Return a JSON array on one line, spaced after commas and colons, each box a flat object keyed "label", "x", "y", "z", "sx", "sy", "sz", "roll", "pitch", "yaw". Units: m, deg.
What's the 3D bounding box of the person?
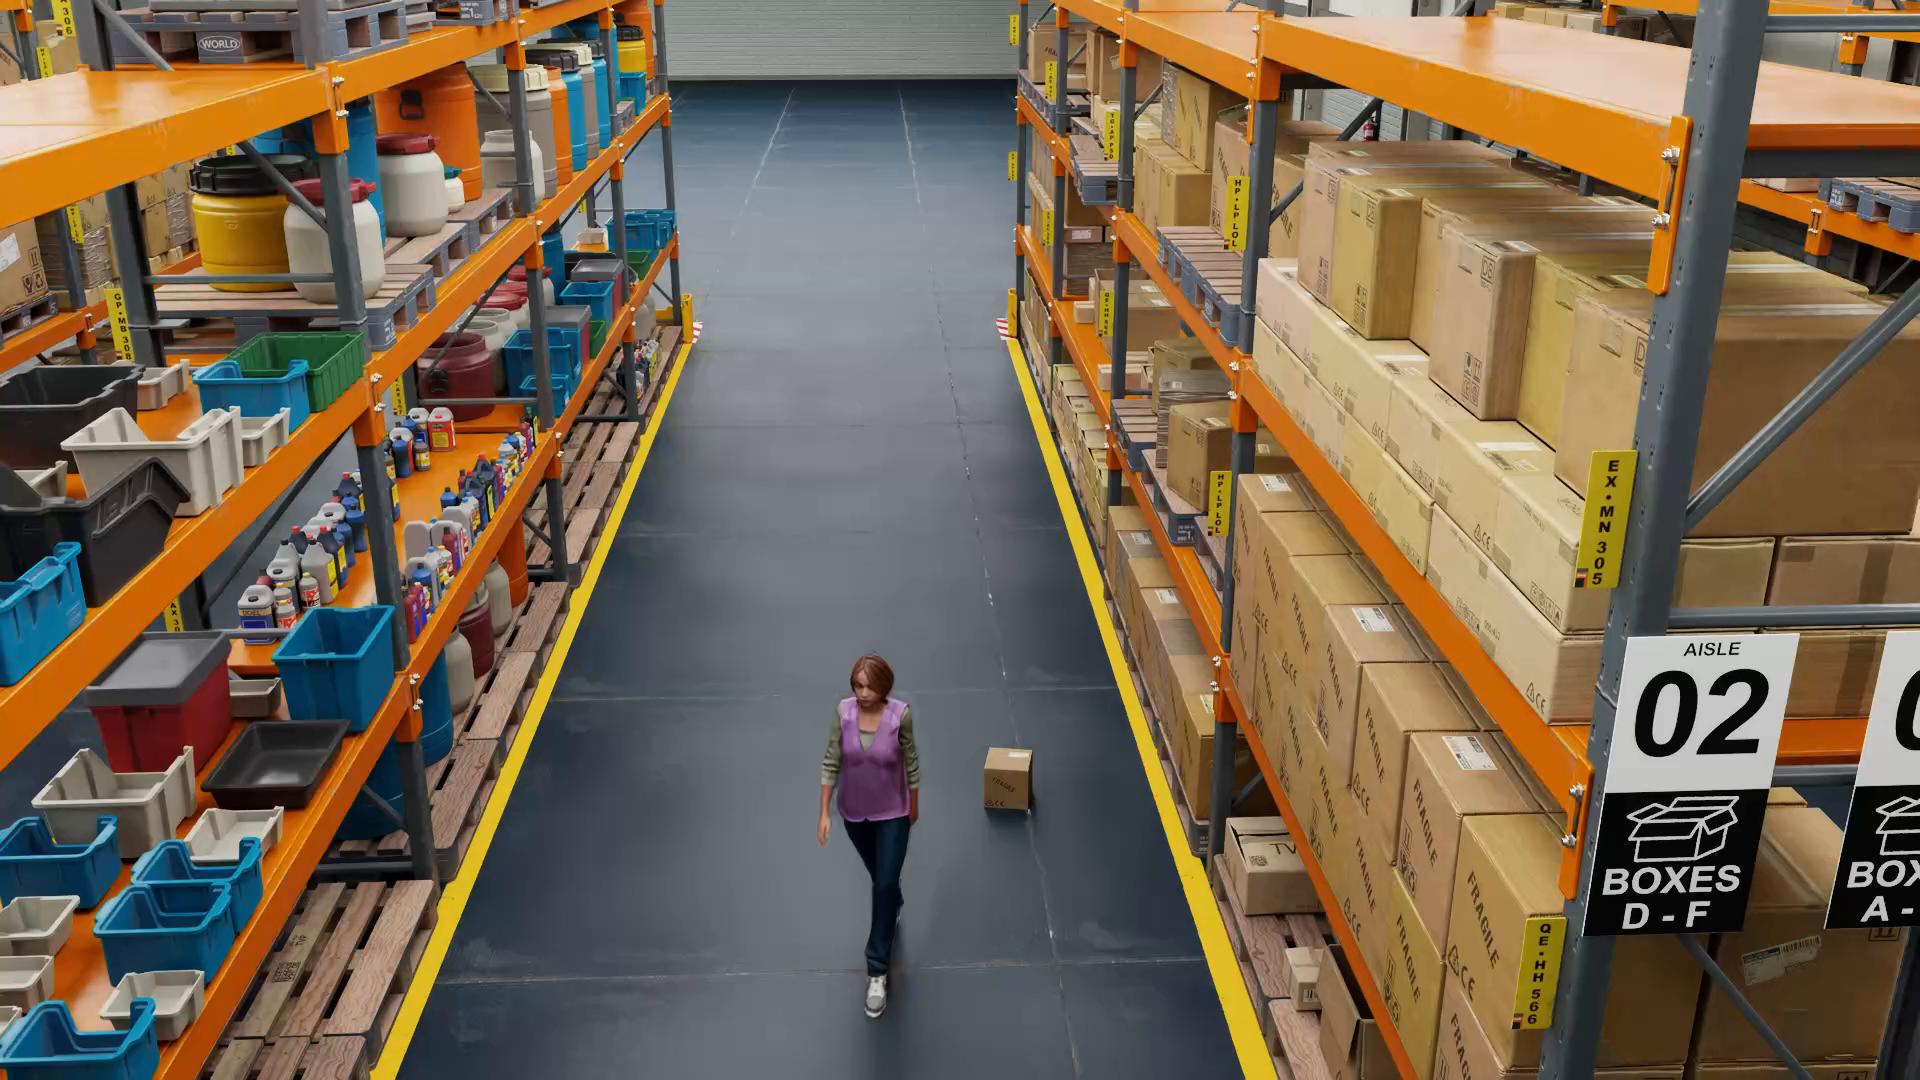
[{"label": "person", "x": -0.428, "y": 1.291, "z": 7.690, "sx": 0.427, "sy": 1.578, "sz": 0.802, "roll": 5, "pitch": 21, "yaw": 13}]
